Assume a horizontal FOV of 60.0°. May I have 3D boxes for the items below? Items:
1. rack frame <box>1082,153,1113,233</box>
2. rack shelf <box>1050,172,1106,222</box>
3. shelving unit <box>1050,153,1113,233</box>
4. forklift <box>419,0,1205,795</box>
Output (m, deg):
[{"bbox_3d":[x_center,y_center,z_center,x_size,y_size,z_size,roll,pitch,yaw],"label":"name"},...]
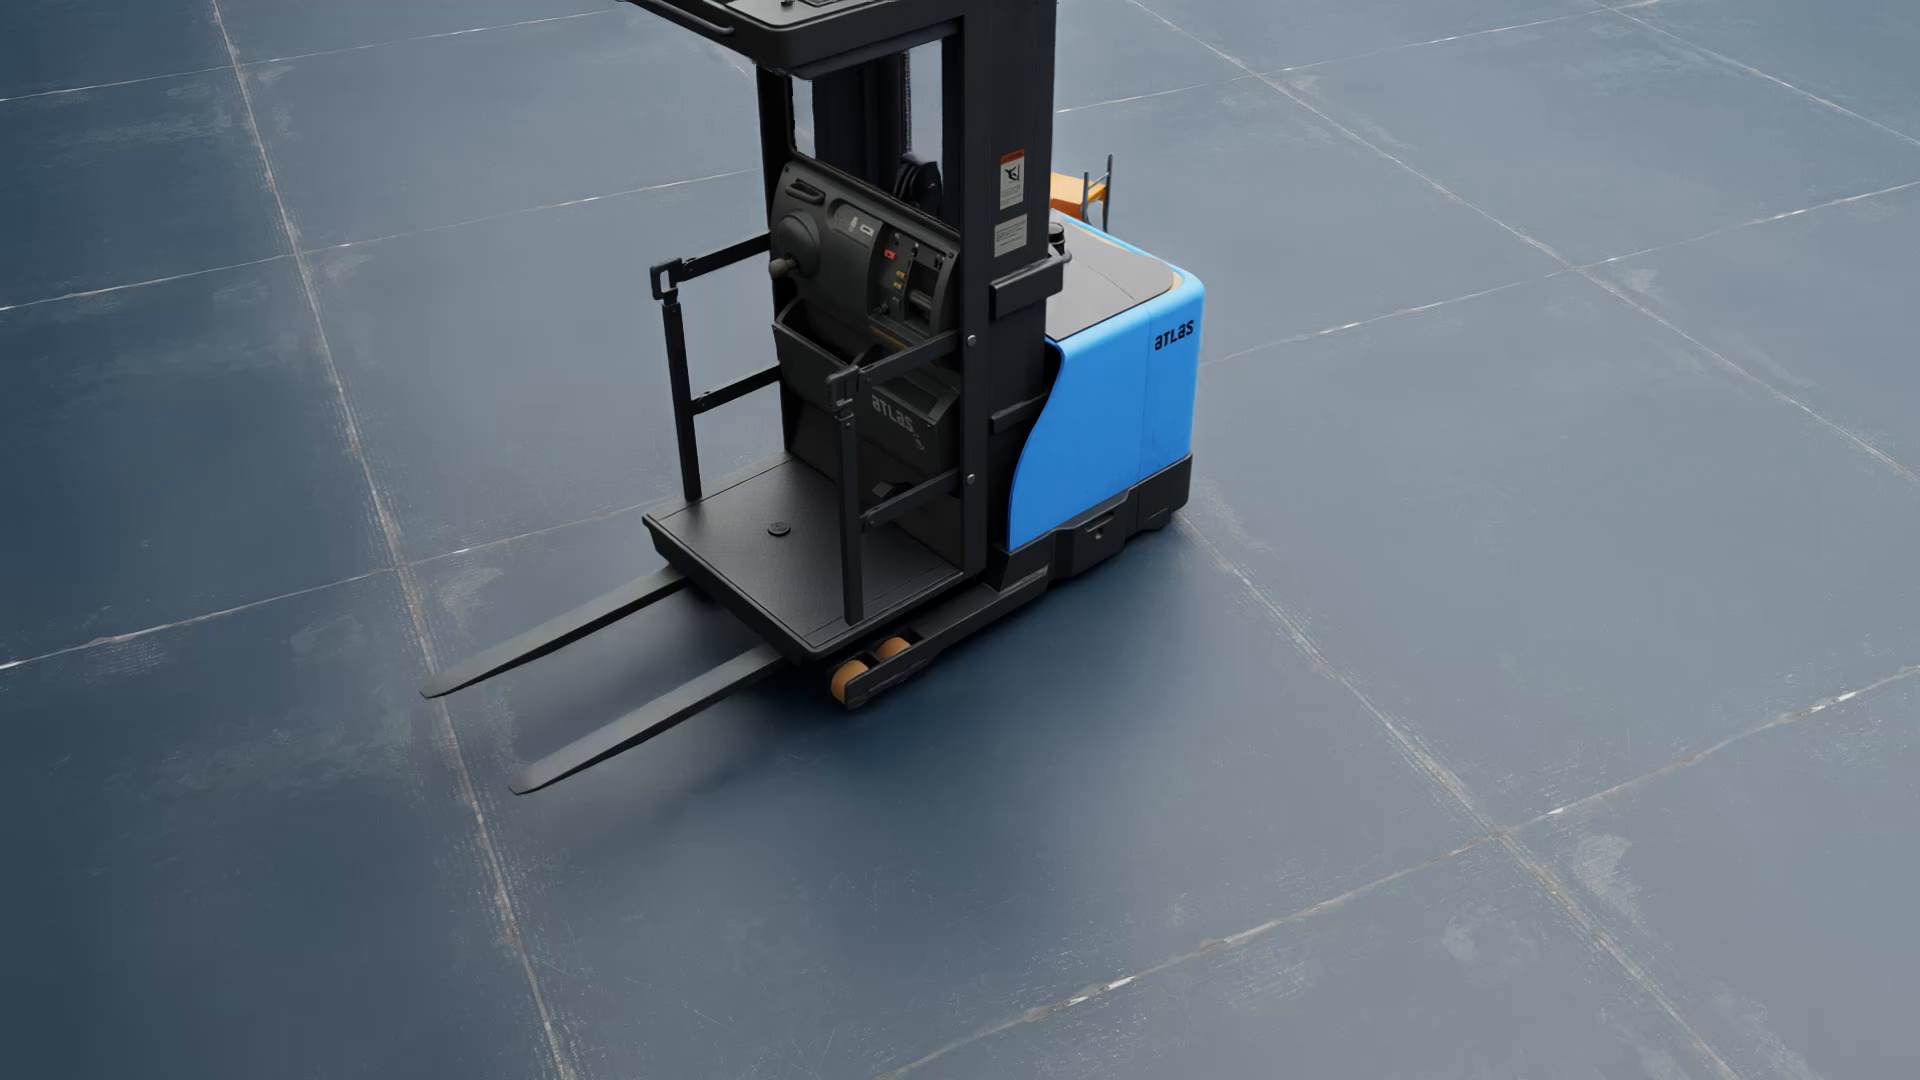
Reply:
[{"bbox_3d":[0.557,-1.051,7.151,0.015,1.200,0.240,19,38,24],"label":"rack frame"},{"bbox_3d":[0.355,-1.449,7.028,0.480,0.148,0.258,19,38,24],"label":"rack shelf"},{"bbox_3d":[0.346,-1.125,7.251,0.503,1.200,0.258,19,38,24],"label":"shelving unit"},{"bbox_3d":[-0.495,-0.933,5.548,3.031,2.935,1.130,-28,45,-32],"label":"forklift"}]
